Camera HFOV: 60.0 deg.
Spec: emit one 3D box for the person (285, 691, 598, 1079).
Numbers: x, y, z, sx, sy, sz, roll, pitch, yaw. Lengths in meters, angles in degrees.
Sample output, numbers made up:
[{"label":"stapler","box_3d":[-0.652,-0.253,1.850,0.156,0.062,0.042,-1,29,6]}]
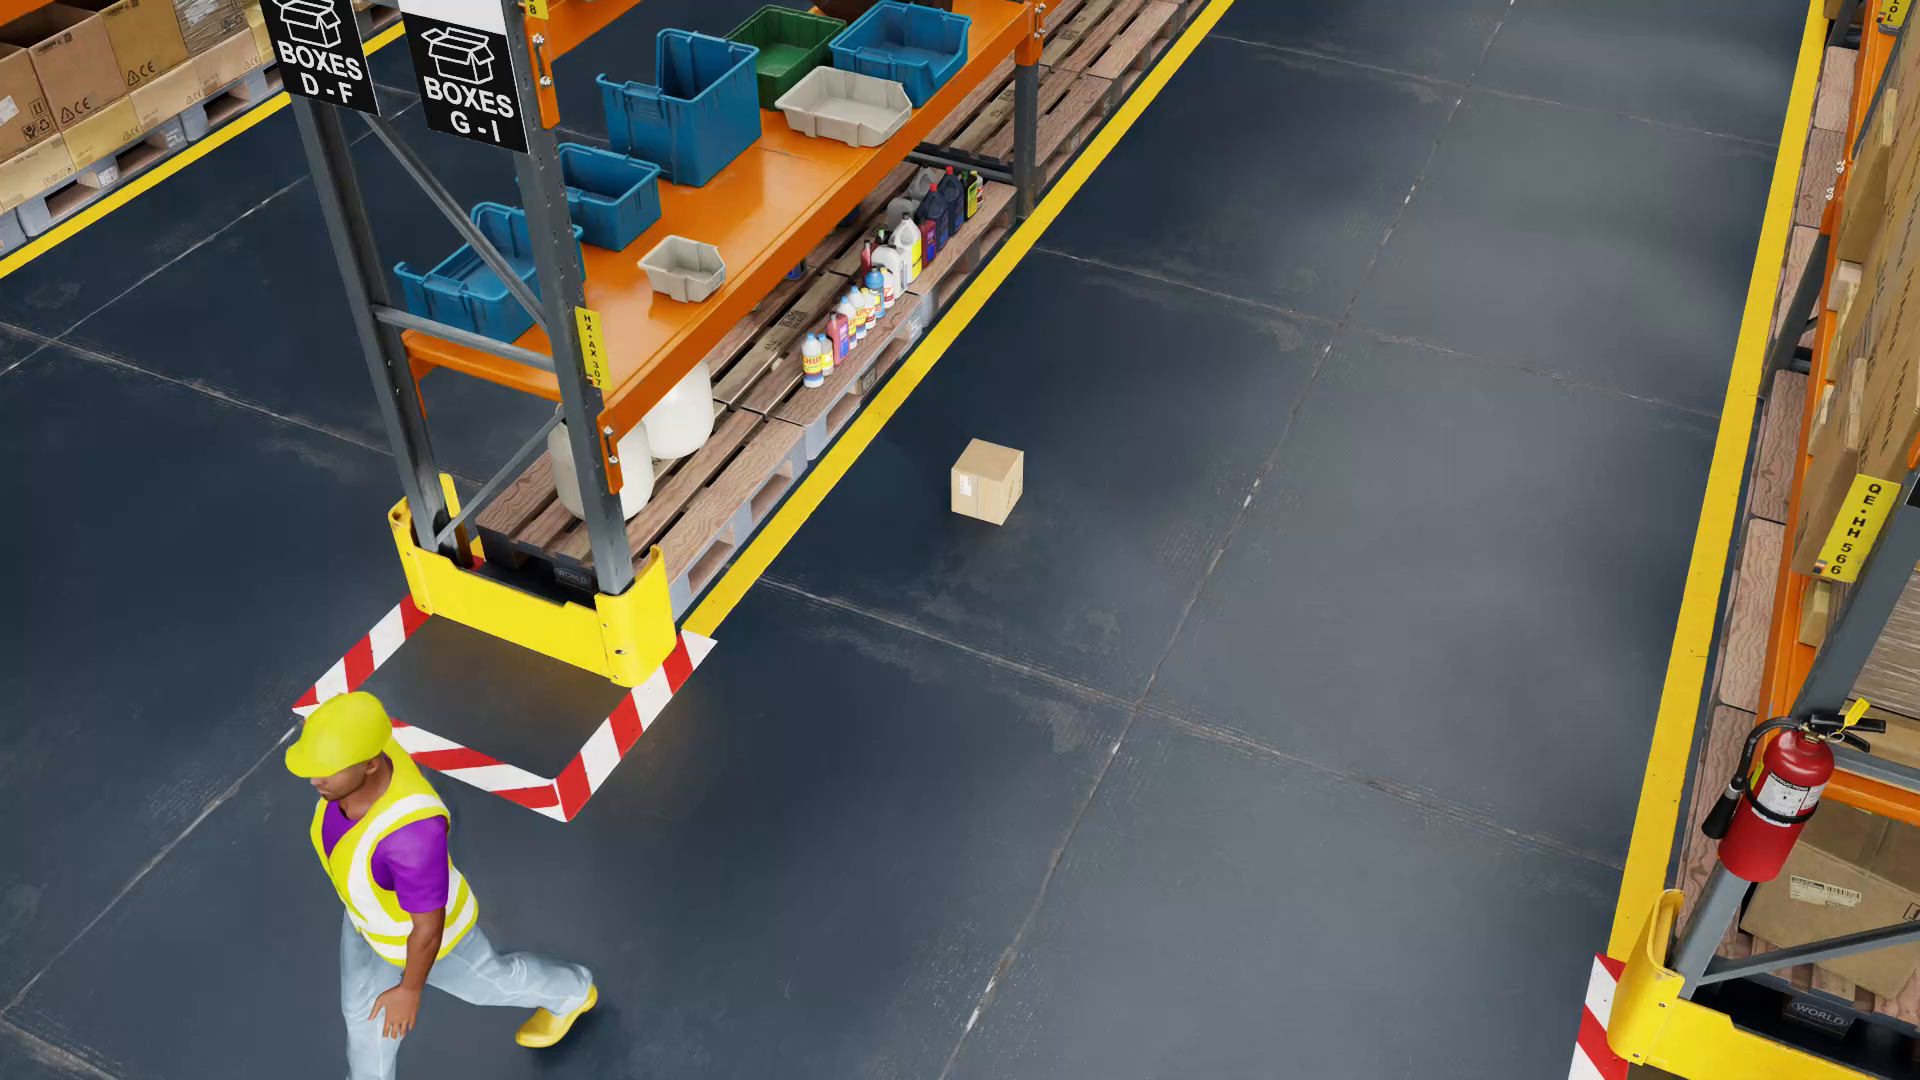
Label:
[{"label":"person","box_3d":[-1.650,1.116,4.899,0.996,1.733,0.588,-33,51,-32]}]
